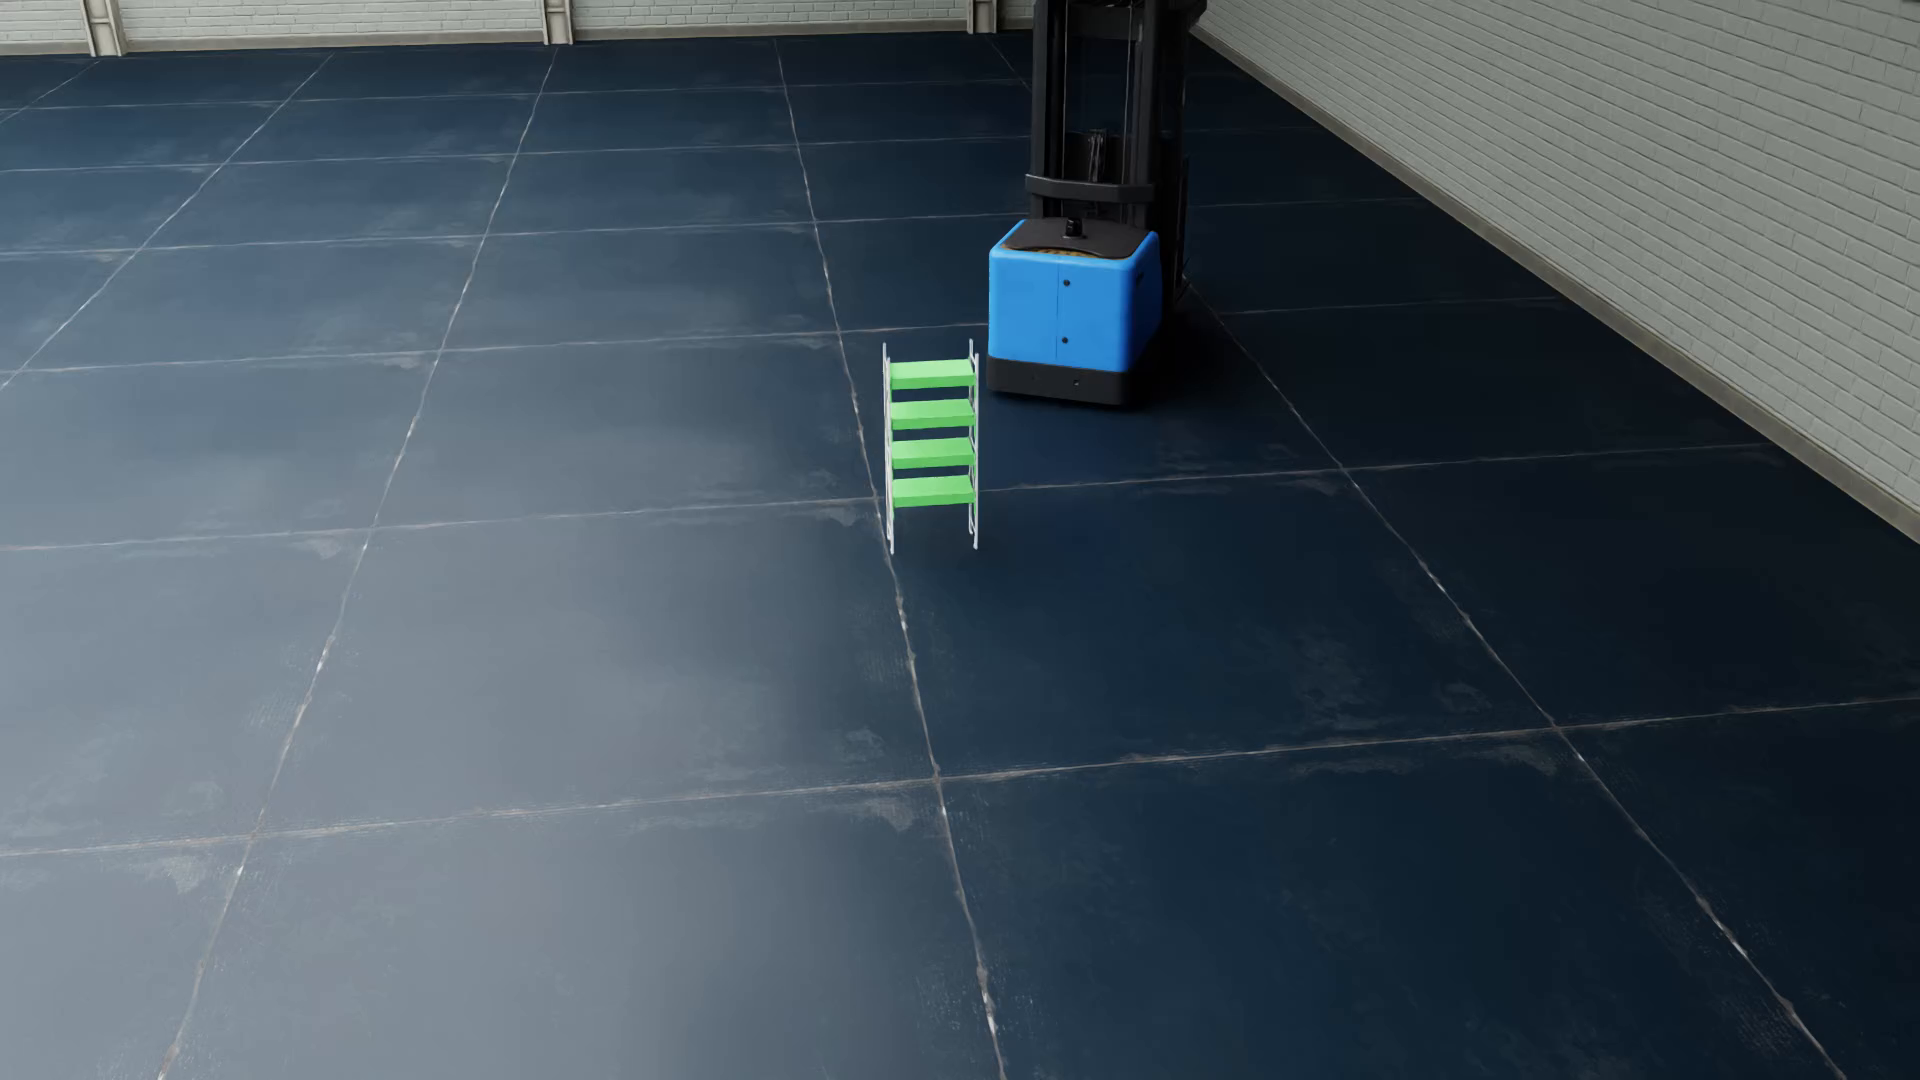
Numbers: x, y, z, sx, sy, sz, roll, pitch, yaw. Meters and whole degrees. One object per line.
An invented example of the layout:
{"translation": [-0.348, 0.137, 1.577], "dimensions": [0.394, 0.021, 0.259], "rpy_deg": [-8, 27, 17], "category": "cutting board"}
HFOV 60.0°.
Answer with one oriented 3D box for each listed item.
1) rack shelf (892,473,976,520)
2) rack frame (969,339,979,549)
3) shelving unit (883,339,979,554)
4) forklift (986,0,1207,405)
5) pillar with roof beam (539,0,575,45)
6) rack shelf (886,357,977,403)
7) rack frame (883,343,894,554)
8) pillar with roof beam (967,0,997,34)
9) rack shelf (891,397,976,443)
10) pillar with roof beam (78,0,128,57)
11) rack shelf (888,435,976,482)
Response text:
{"translation": [-0.164, -0.253, 9.594], "dimensions": [0.480, 0.148, 0.258], "rpy_deg": [-4, 27, -7], "category": "rack shelf"}
{"translation": [0.078, -0.539, 9.486], "dimensions": [0.015, 1.200, 0.240], "rpy_deg": [-4, 27, -7], "category": "rack frame"}
{"translation": [-0.164, -0.523, 9.456], "dimensions": [0.503, 1.200, 0.258], "rpy_deg": [-4, 27, -7], "category": "shelving unit"}
{"translation": [1.123, -2.880, 12.153], "dimensions": [1.130, 2.935, 3.031], "rpy_deg": [8, 28, 16], "category": "forklift"}
{"translation": [-5.029, -9.053, 17.536], "dimensions": [0.400, 9.000, 9.100], "rpy_deg": [-4, 27, -7], "category": "pillar with roof beam"}
{"translation": [-0.164, -0.894, 9.266], "dimensions": [0.480, 0.148, 0.258], "rpy_deg": [-4, 27, -7], "category": "rack shelf"}
{"translation": [-0.406, -0.508, 9.425], "dimensions": [0.015, 1.200, 0.240], "rpy_deg": [-4, 27, -7], "category": "rack frame"}
{"translation": [0.913, -9.435, 18.280], "dimensions": [0.400, 9.000, 9.100], "rpy_deg": [-4, 27, -7], "category": "pillar with roof beam"}
{"translation": [-0.164, -0.680, 9.375], "dimensions": [0.480, 0.148, 0.258], "rpy_deg": [-4, 27, -7], "category": "rack shelf"}
{"translation": [-10.970, -8.671, 16.793], "dimensions": [0.400, 9.000, 9.100], "rpy_deg": [-4, 27, -7], "category": "pillar with roof beam"}
{"translation": [-0.164, -0.466, 9.485], "dimensions": [0.480, 0.148, 0.258], "rpy_deg": [-4, 27, -7], "category": "rack shelf"}
